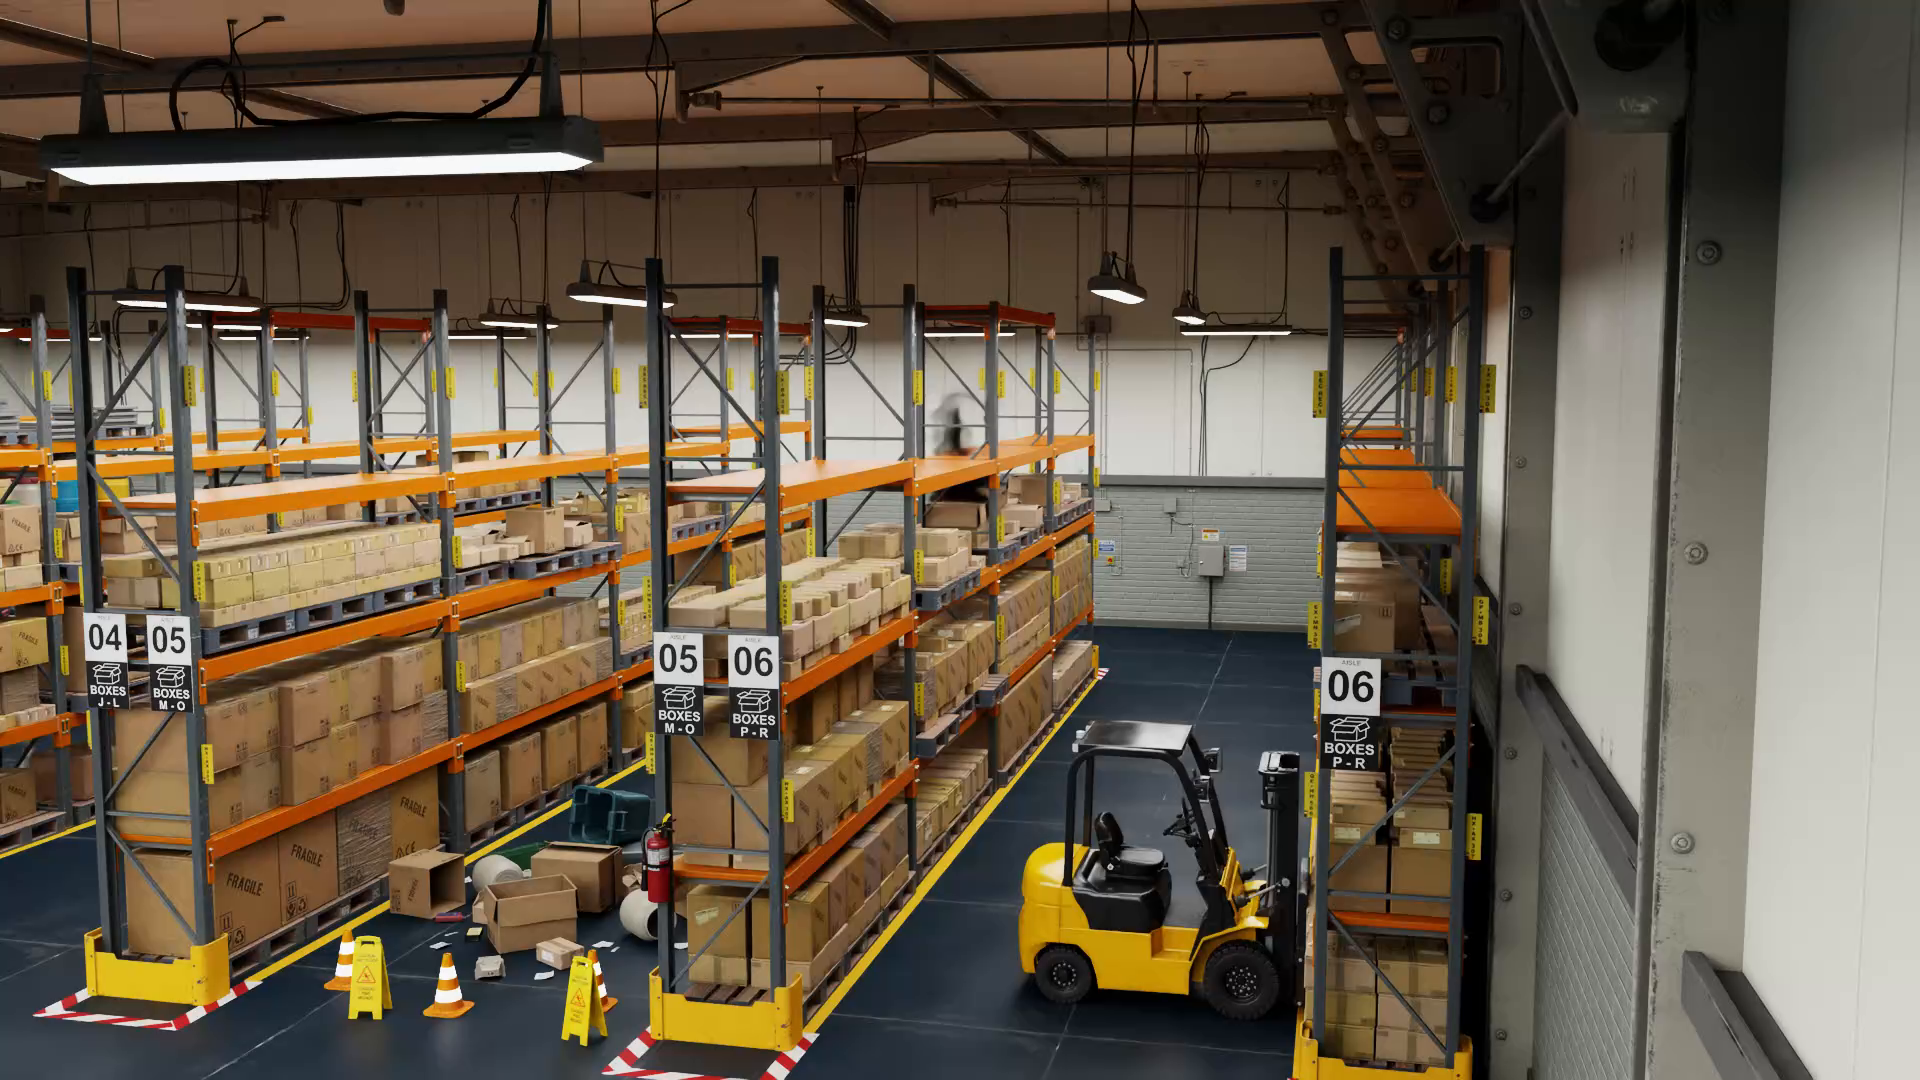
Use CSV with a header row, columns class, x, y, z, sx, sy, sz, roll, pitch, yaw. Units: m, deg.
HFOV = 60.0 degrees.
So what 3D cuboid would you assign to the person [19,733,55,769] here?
class,x,y,z,sx,sy,sz,roll,pitch,yaw
person,-12.090,2.072,21.916,0.679,1.828,0.816,0,6,2
